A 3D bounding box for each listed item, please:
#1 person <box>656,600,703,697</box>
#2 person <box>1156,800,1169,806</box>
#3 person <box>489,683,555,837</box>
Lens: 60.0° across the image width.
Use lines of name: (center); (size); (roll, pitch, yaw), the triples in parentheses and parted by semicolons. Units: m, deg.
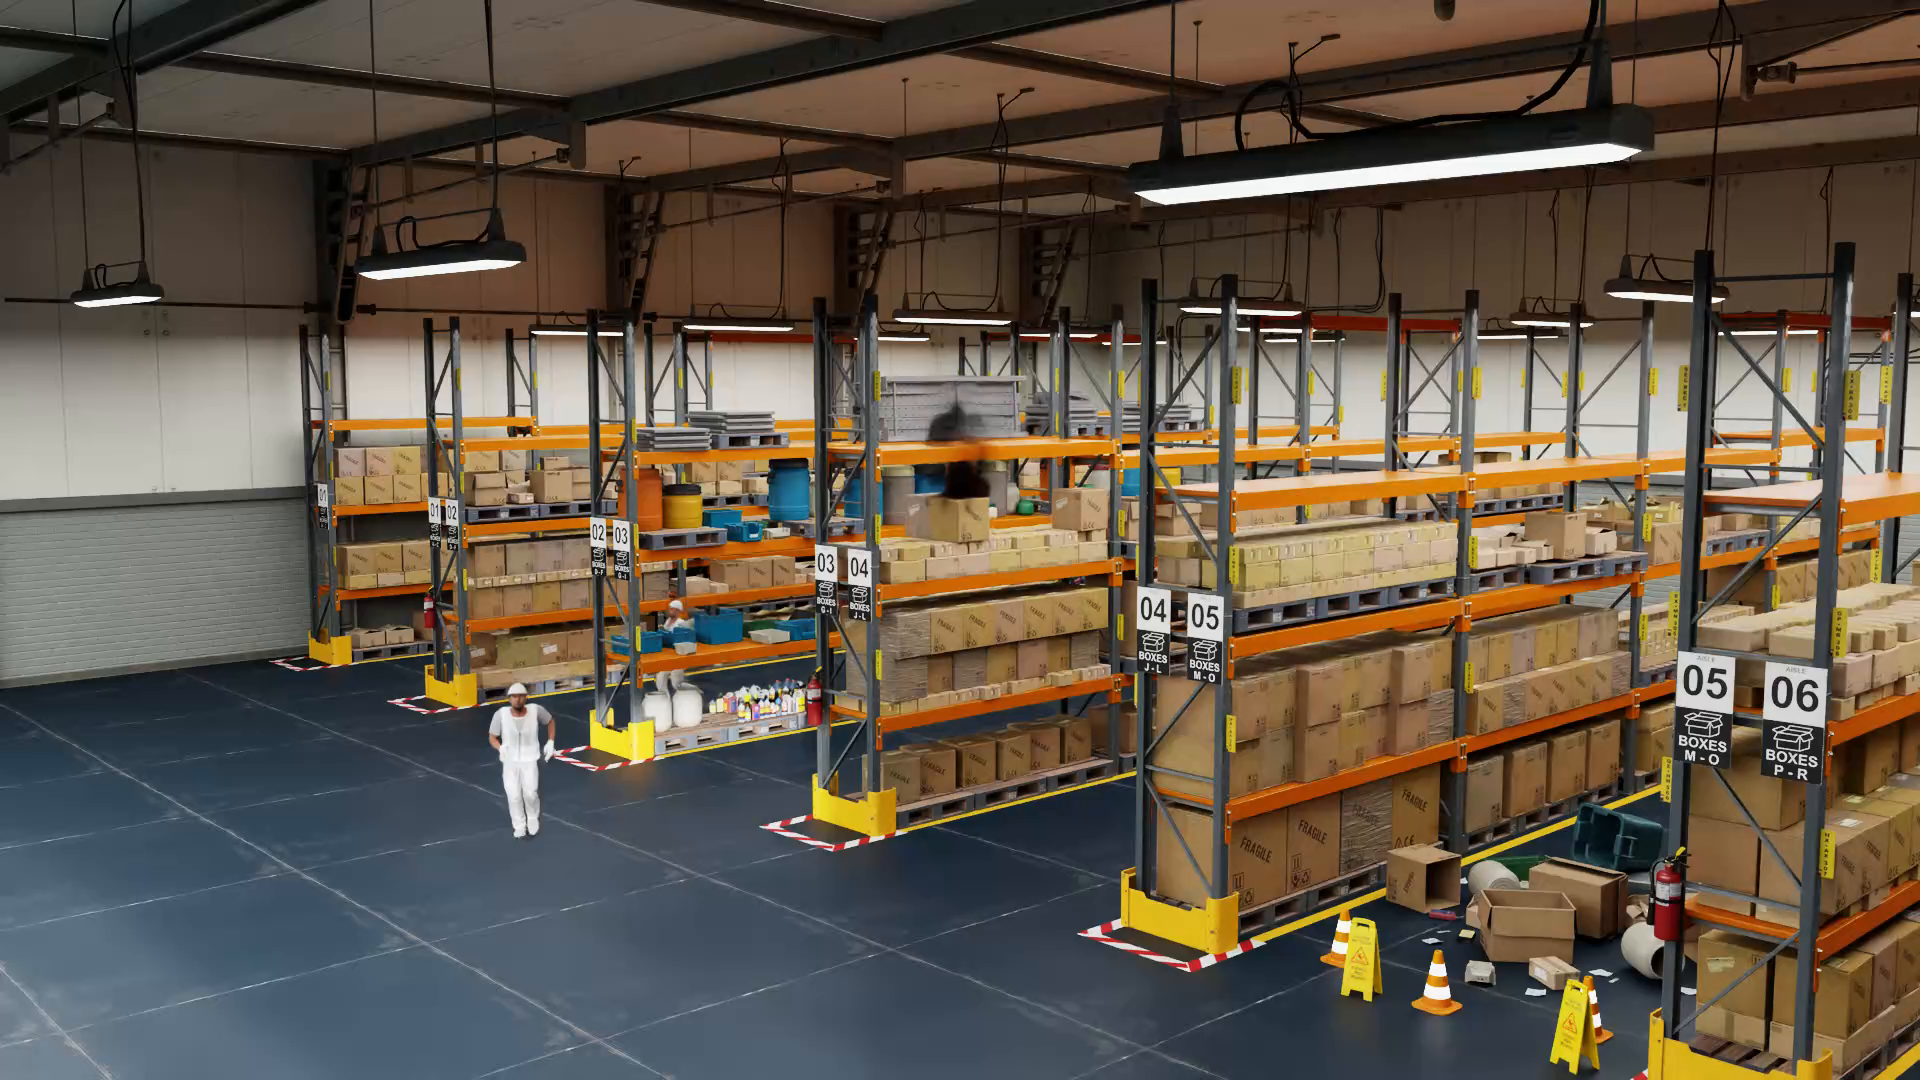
person: (-4.270, 1.776, 24.923); (0.668, 1.759, 0.868); (5, 8, 43)
person: (2.208, 2.640, 17.361); (0.512, 1.554, 0.524); (5, 8, 43)
person: (-4.826, 2.445, 18.335); (0.709, 1.755, 0.629); (-1, 6, -13)
